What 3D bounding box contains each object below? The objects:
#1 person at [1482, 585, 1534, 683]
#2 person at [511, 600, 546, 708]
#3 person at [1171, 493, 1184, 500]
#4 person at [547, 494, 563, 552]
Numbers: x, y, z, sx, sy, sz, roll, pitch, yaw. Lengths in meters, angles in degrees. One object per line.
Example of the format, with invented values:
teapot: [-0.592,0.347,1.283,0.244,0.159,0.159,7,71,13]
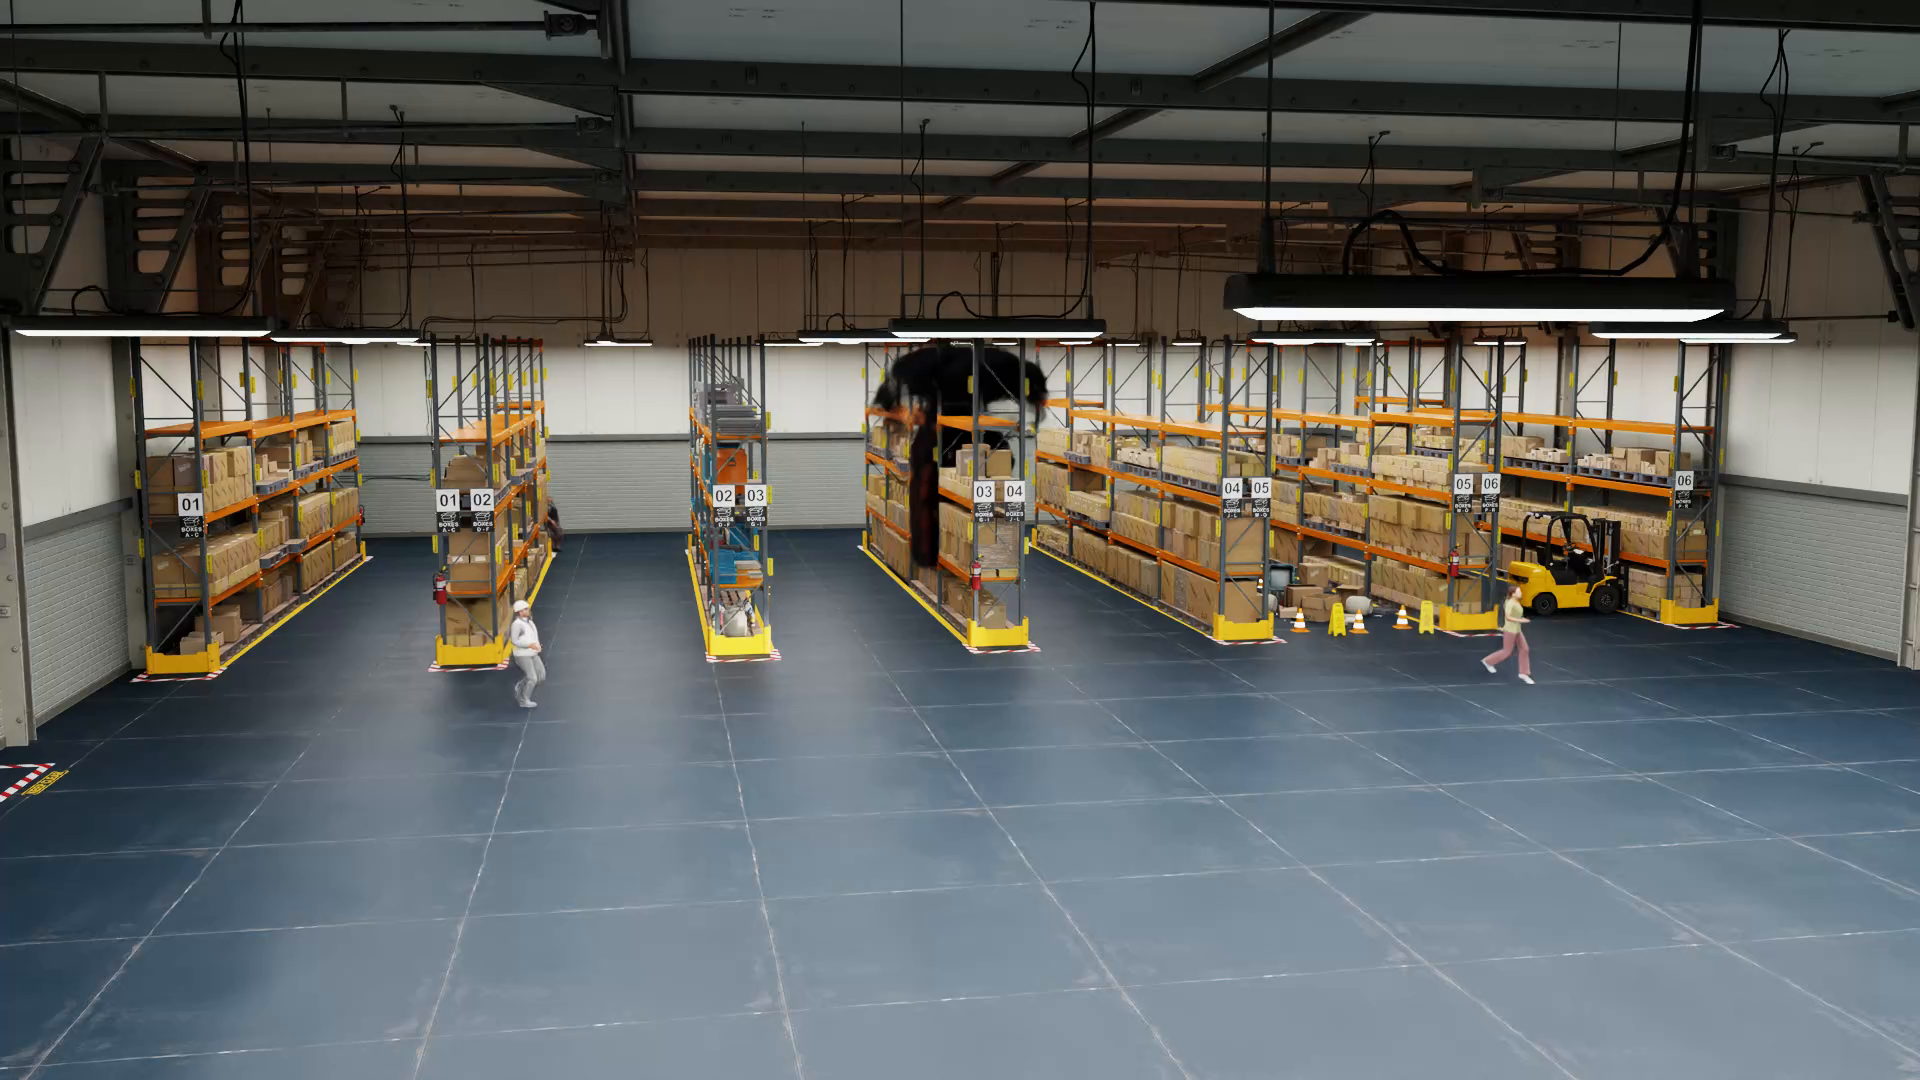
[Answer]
person: [9.517,1.618,28.805,0.922,1.710,0.608,4,8,33]
person: [-6.910,1.820,26.609,0.597,1.724,0.654,1,7,11]
person: [6.628,-0.963,50.661,1.017,1.804,0.721,0,7,0]
person: [-11.508,-0.470,46.993,0.523,1.668,0.714,0,7,2]
